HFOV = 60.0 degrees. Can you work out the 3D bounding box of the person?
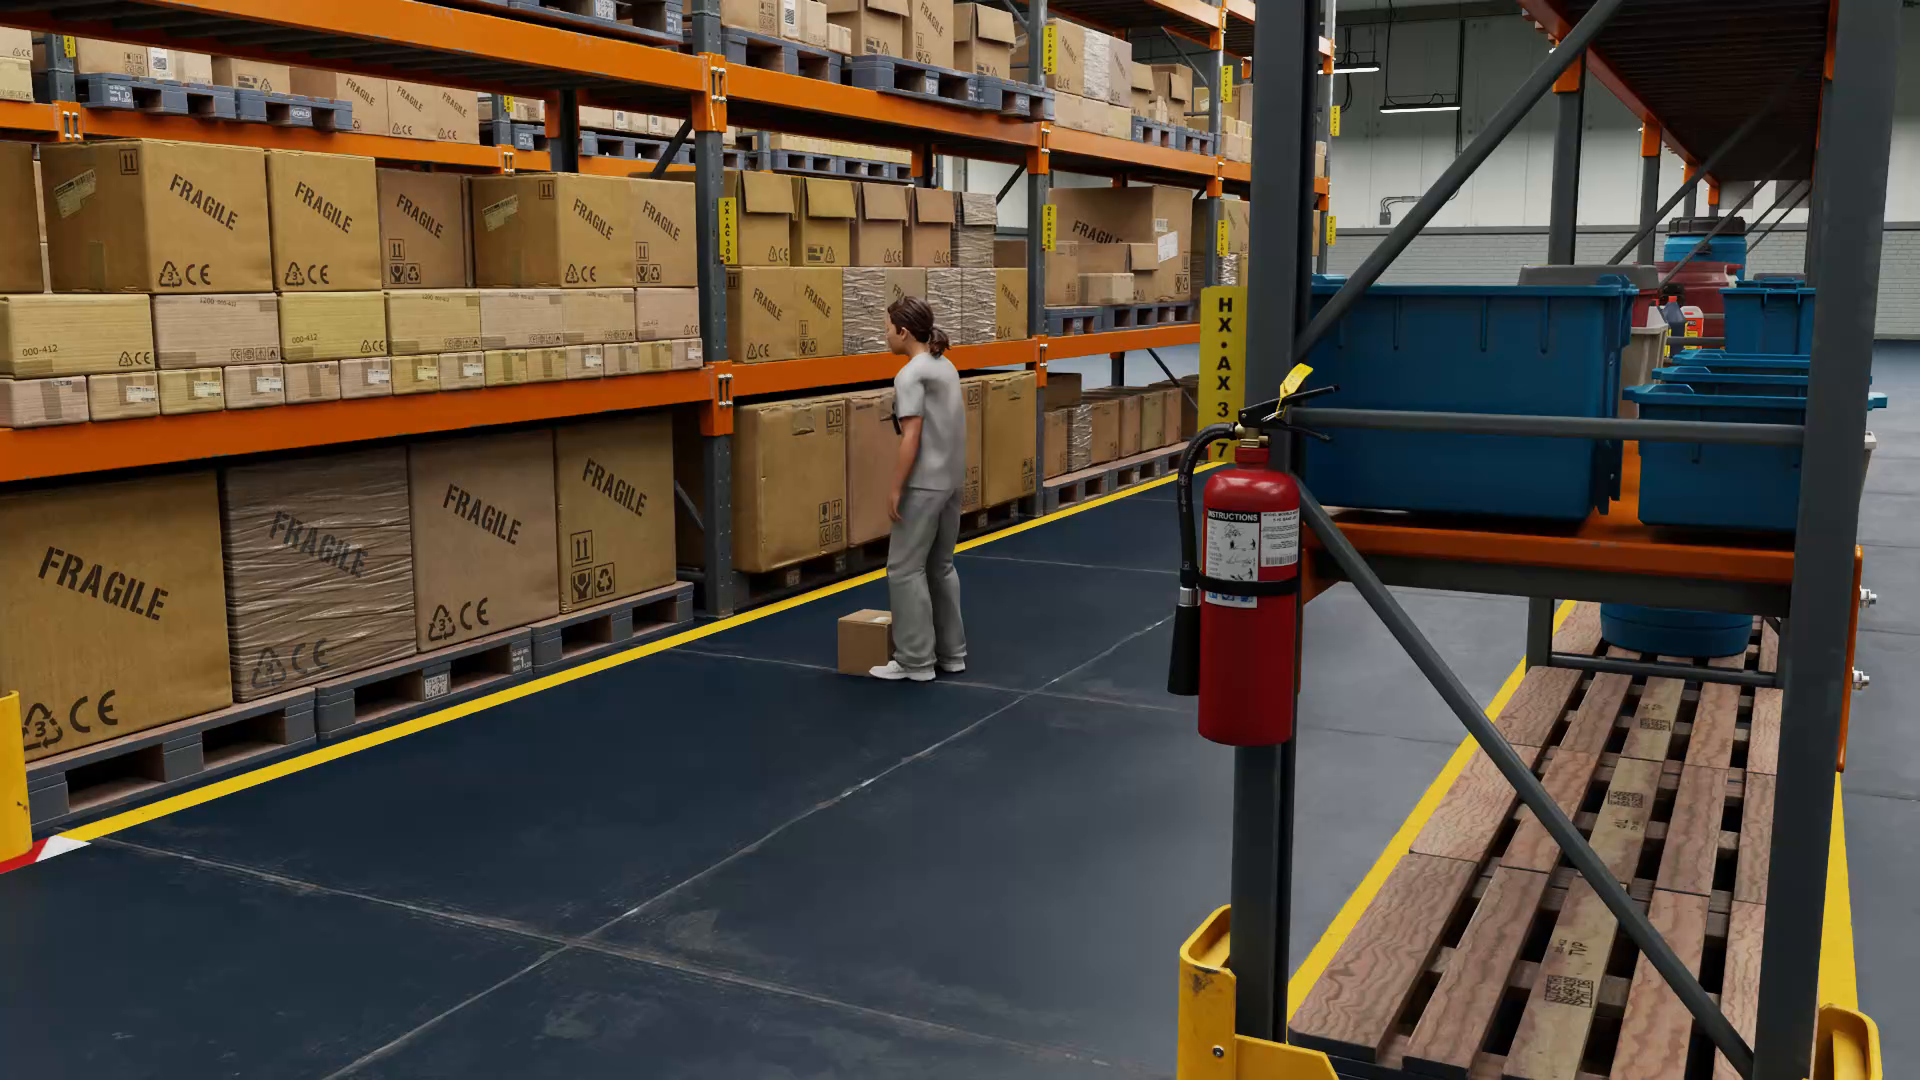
[{"bbox_3d":[-0.181,-0.222,7.256,0.407,1.673,0.509,4,10,24],"label":"person"}]
